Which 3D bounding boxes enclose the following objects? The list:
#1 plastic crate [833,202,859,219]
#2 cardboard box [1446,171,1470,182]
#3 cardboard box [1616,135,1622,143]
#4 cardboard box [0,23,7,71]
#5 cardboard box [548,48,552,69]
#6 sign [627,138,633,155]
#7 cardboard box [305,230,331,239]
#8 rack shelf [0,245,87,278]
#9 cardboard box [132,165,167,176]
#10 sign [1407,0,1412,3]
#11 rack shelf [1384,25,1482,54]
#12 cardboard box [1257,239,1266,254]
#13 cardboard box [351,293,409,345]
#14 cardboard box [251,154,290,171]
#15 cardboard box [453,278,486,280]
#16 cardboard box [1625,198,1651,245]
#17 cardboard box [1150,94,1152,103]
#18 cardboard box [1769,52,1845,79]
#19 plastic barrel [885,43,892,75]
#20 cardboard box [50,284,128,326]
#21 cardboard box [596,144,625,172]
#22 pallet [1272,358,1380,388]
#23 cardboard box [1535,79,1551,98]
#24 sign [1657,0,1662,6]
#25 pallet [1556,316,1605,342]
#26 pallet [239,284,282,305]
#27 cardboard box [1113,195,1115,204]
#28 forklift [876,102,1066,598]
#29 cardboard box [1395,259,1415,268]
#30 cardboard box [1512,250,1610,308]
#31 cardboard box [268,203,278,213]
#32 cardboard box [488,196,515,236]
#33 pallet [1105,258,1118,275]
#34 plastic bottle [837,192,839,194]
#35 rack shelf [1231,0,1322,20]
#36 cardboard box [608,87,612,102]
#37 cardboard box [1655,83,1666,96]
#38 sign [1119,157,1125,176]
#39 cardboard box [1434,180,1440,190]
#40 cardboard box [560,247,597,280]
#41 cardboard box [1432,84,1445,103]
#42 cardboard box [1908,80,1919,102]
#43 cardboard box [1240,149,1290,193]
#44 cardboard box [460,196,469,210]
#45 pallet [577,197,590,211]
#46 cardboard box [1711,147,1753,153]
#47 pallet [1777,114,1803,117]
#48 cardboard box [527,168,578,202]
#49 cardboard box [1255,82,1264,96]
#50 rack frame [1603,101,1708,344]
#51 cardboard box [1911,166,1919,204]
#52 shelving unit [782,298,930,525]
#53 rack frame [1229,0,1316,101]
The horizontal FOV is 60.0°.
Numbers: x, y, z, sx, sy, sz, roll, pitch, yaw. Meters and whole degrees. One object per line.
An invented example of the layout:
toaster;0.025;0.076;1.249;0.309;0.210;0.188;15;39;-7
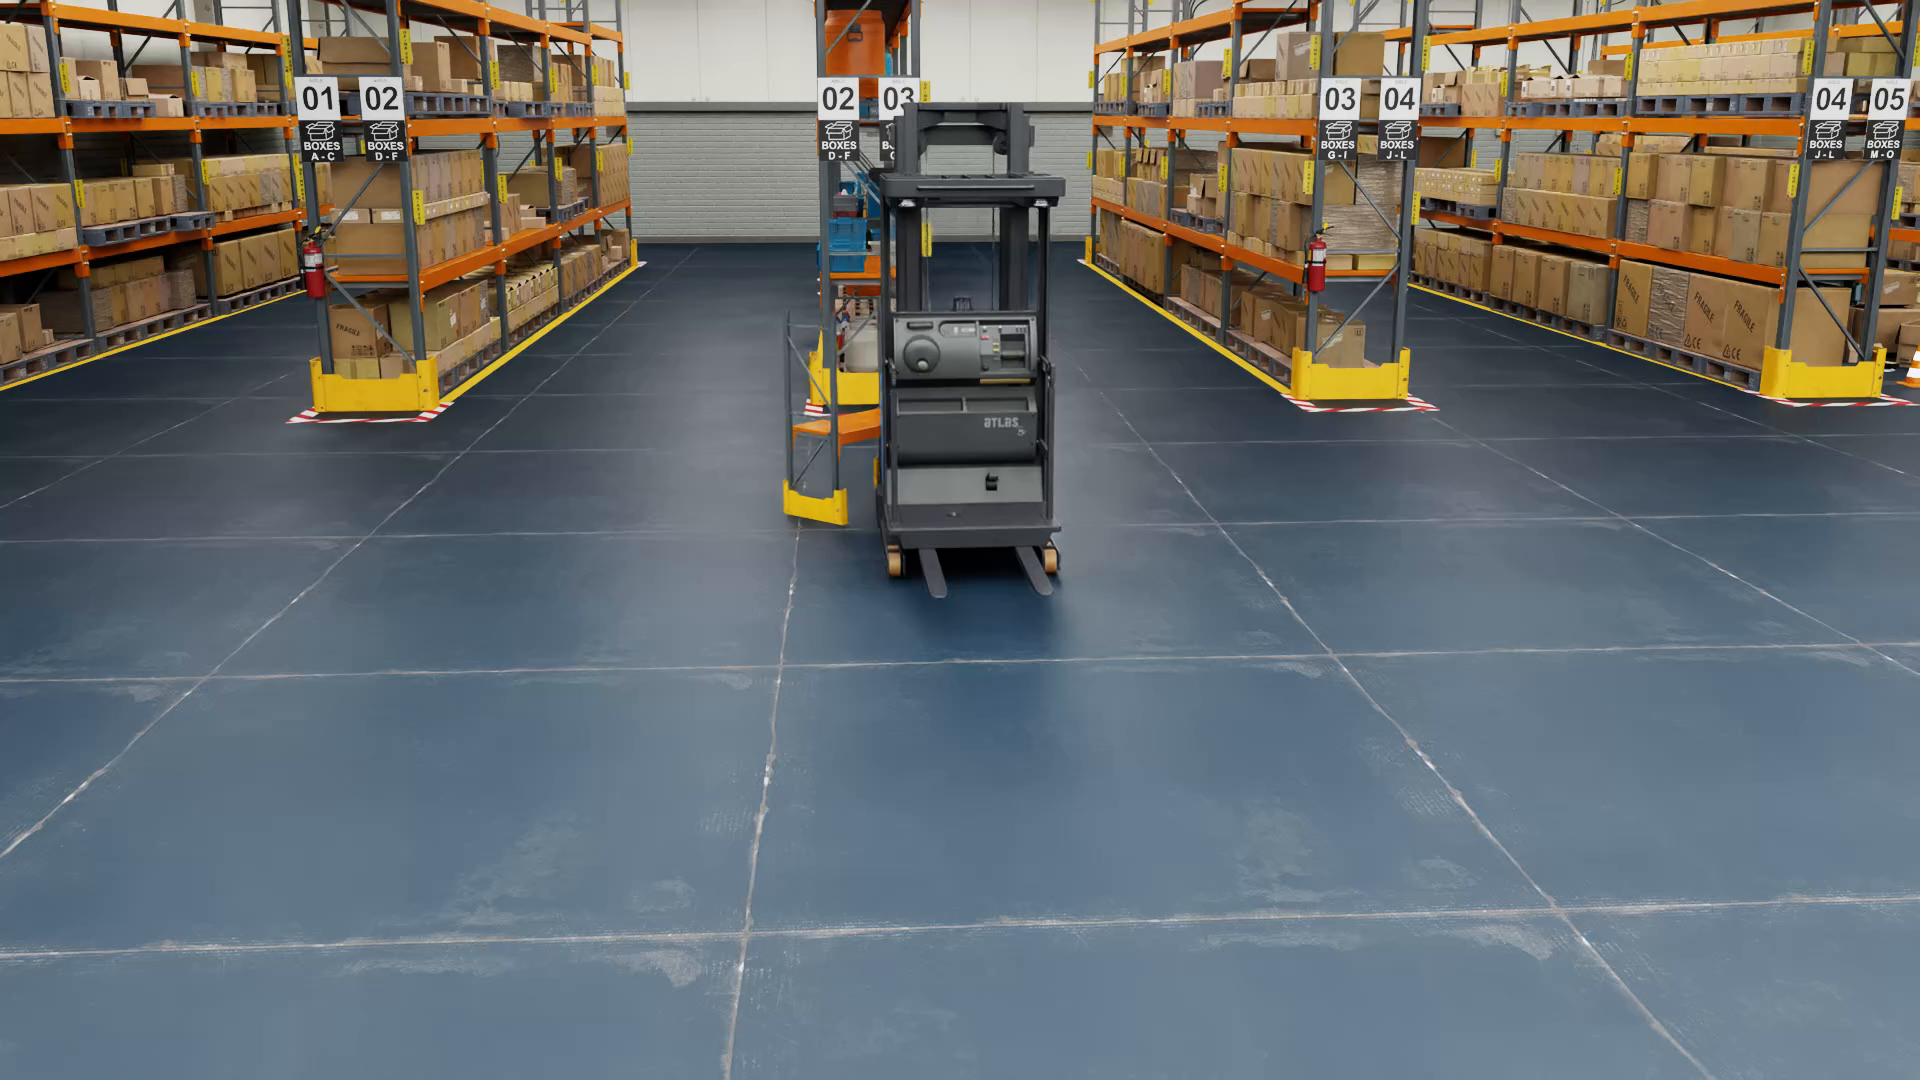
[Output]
plastic crate;-1.471;-3.994;20.901;0.402;0.464;0.583;-1;14;-3
cardboard box;7.951;-5.776;26.424;0.380;0.149;0.250;0;14;-1
cardboard box;12.724;-7.620;31.612;0.380;0.149;0.250;-1;14;-5
cardboard box;-10.635;-5.303;17.850;0.500;0.500;0.500;-1;14;-5
cardboard box;-6.412;-7.114;24.929;0.500;0.500;0.500;-1;14;-3
sign;-6.268;-7.473;31.595;0.100;0.325;0.005;-1;14;-3
cardboard box;-11.335;-5.396;29.351;0.380;0.149;0.250;-1;14;-5
rack shelf;-10.900;-2.848;18.021;1.077;0.370;4.000;-1;14;-3
cardboard box;-11.186;-5.100;22.941;0.380;0.149;0.250;-3;15;-13
sign;8.576;-10.397;31.685;0.100;0.325;0.005;-1;14;-3
rack shelf;8.145;-9.017;29.965;1.077;0.370;4.000;-1;14;-3
cardboard box;3.627;-3.371;19.112;0.380;0.149;0.250;-1;14;-3
cardboard box;-6.239;-2.389;17.962;0.500;0.500;0.500;-1;14;-3
cardboard box;-11.235;-6.137;27.016;0.500;0.250;0.500;-1;14;-2
cardboard box;-6.458;-3.265;21.745;0.500;0.311;0.500;-1;14;-4
cardboard box;8.799;-3.956;20.581;0.875;0.550;0.550;-1;14;-3
cardboard box;3.255;-7.075;26.646;0.380;0.149;0.250;-1;15;-6
cardboard box;8.703;-4.874;17.089;0.500;0.250;0.500;-1;14;-3
plastic barrel;-1.373;-7.313;26.063;0.600;0.901;0.708;-1;14;-3
cardboard box;-11.168;-3.007;21.328;0.700;0.500;0.500;-1;14;-5
cardboard box;-6.489;-7.057;30.725;0.500;0.500;0.500;0;14;-2
pallet;4.036;-1.800;18.098;1.003;0.211;1.213;-1;14;-3
cardboard box;8.373;-6.294;23.205;0.500;0.250;0.500;0;14;-2
sign;13.498;-10.462;32.095;0.100;0.325;0.005;-1;14;-3
pallet;8.641;-2.815;22.045;1.003;0.211;1.213;-1;14;-3
pallet;-11.318;-3.838;26.021;1.003;0.211;1.213;-1;14;-3
cardboard box;2.918;-6.054;29.541;0.380;0.149;0.250;-1;14;-2
forklift;0.054;-1.265;10.559;1.130;2.935;3.031;-1;14;-5
cardboard box;7.904;-4.880;29.350;0.380;0.149;0.250;-1;14;-3
cardboard box;8.522;-3.714;23.612;1.050;0.750;0.750;-1;14;-3
cardboard box;-11.131;-5.300;26.569;0.380;0.149;0.250;-1;14;-3
cardboard box;-6.175;-4.267;21.890;0.500;0.500;0.500;-1;14;-3
pallet;3.264;-5.057;30.758;1.003;0.211;1.213;-1;14;-3
plastic bottle;-2.026;-5.649;27.697;0.061;0.283;0.133;-1;14;-3
rack shelf;3.932;-5.982;18.165;1.077;0.370;4.000;-1;14;-3
cardboard box;-6.441;-7.881;29.416;0.500;0.250;0.500;-1;14;-3
cardboard box;8.480;-5.336;19.685;0.380;0.149;0.250;-1;14;-4
sign;2.758;-6.362;28.336;0.100;0.325;0.005;-1;14;-3
cardboard box;7.920;-5.759;26.954;0.380;0.149;0.250;-1;14;-4
cardboard box;-6.237;-4.522;27.217;0.500;0.500;0.500;-1;14;-3
cardboard box;8.114;-7.355;27.411;0.500;0.311;0.500;-1;14;-4
cardboard box;13.574;-6.195;23.358;0.797;0.503;0.637;-1;14;-3
cardboard box;3.614;-4.360;19.649;0.500;0.500;0.500;-1;14;-3
cardboard box;-5.788;-3.817;18.838;0.380;0.149;0.250;-1;14;-4
pallet;-6.635;-5.468;27.143;1.003;0.211;1.213;-1;14;-3
cardboard box;13.003;-6.359;28.014;0.500;0.500;0.500;-1;14;-4
pallet;13.358;-6.592;25.486;1.213;0.211;1.003;0;14;-1
cardboard box;-6.404;-5.575;26.129;0.700;0.500;0.500;-5;15;-18
cardboard box;3.588;-5.150;19.005;0.380;0.149;0.250;-1;14;-4
rack frame;8.764;-3.975;20.956;1.000;3.000;0.127;-1;14;-3
cardboard box;13.383;-4.836;22.660;0.500;0.500;0.500;0;14;-2
shelving unit;-0.743;-0.984;12.341;0.587;1.500;1.083;11;18;38
rack frame;3.808;-6.829;20.009;1.000;3.000;0.127;-1;14;-3
